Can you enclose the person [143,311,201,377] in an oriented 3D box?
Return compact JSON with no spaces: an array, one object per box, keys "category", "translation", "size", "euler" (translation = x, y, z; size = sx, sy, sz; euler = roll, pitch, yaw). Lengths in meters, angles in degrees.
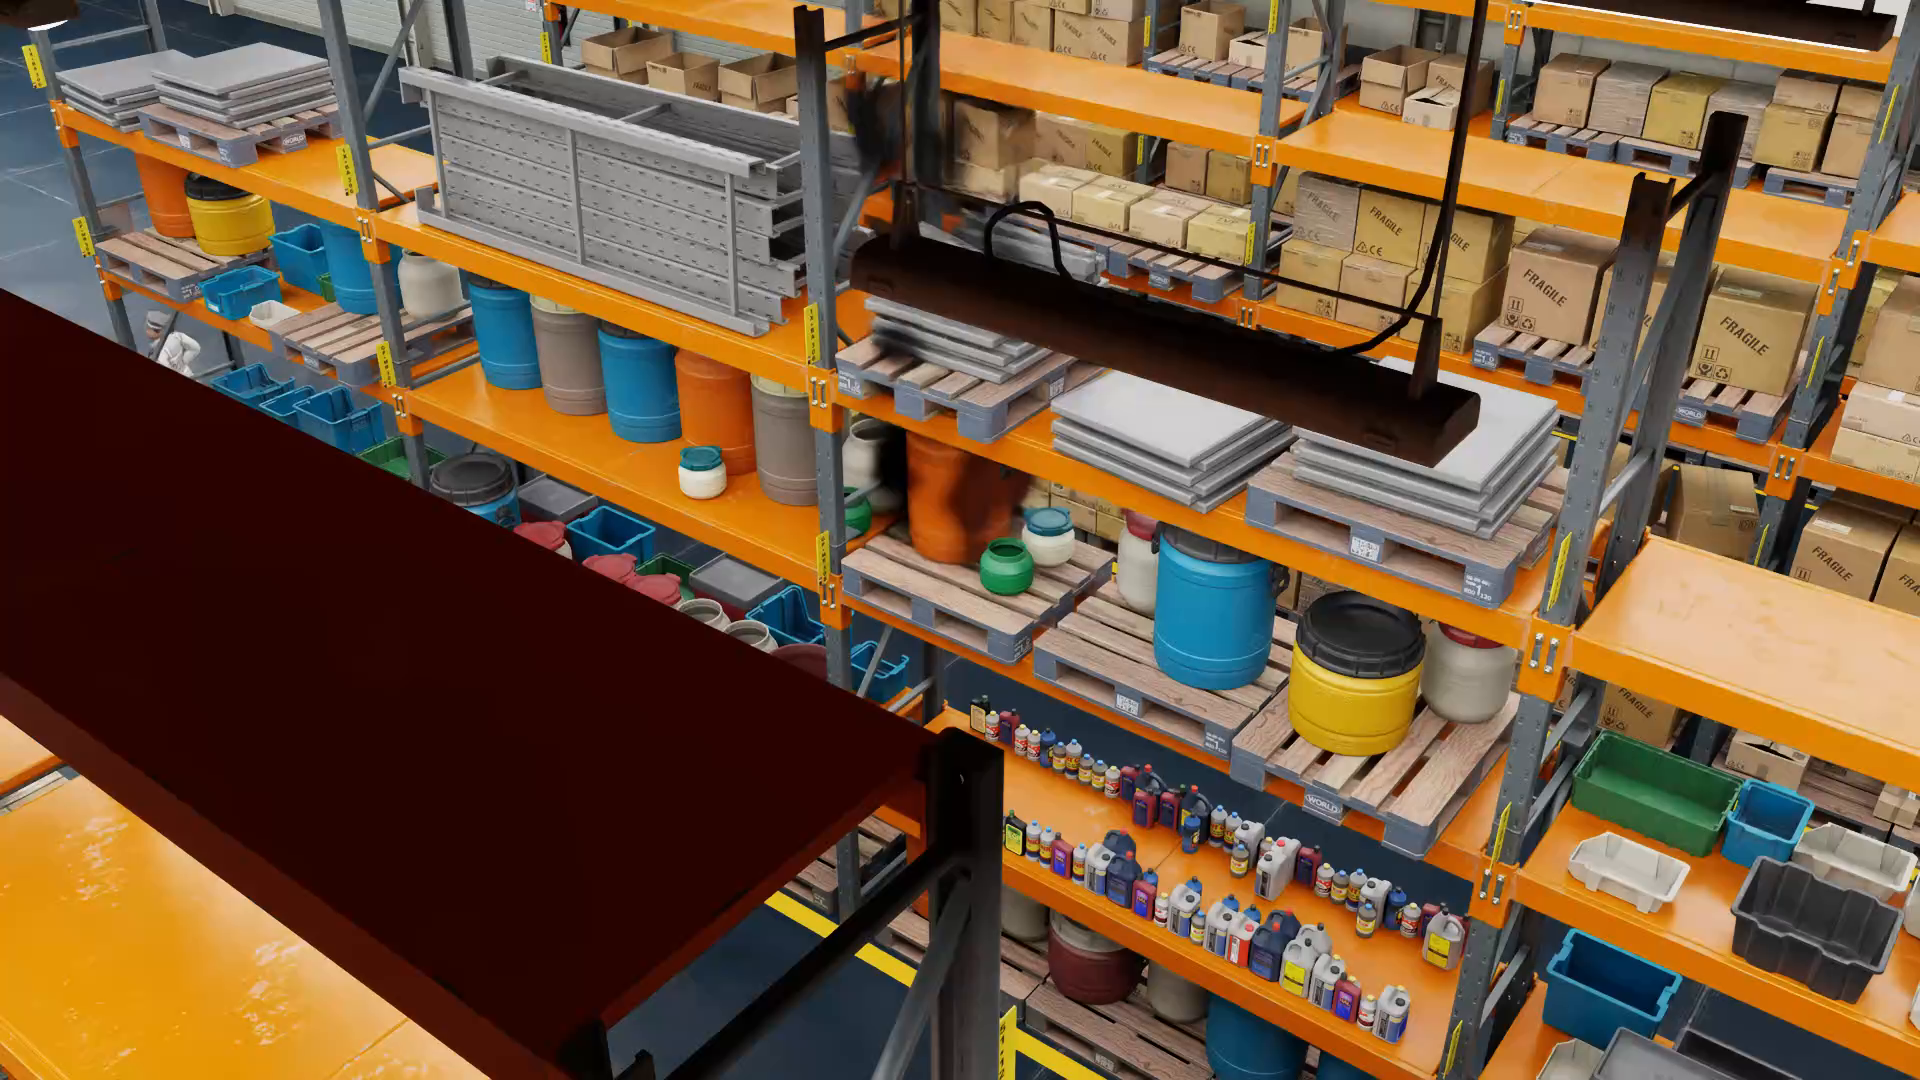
[{"category":"person","translation":[-7.581,-1.459,16.139],"size":[0.781,1.659,0.646],"euler":[0,31,0]}]
